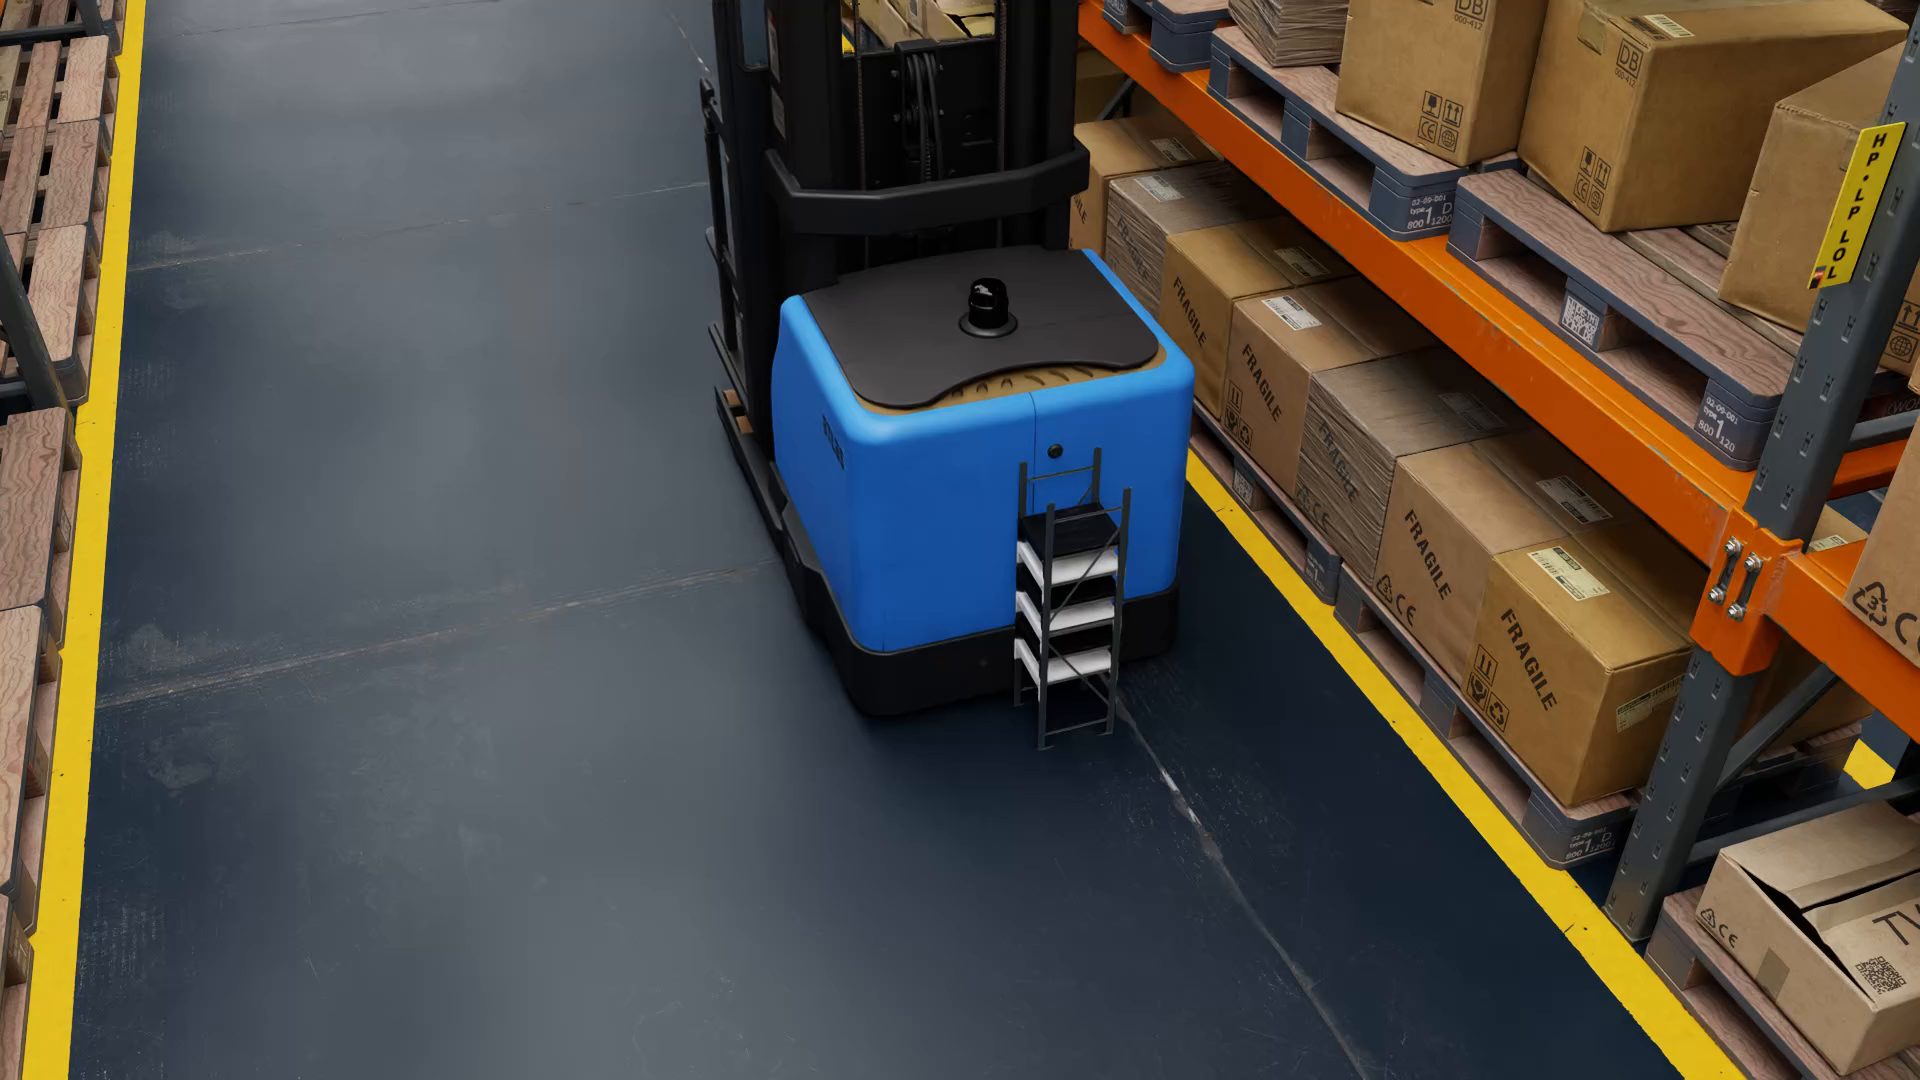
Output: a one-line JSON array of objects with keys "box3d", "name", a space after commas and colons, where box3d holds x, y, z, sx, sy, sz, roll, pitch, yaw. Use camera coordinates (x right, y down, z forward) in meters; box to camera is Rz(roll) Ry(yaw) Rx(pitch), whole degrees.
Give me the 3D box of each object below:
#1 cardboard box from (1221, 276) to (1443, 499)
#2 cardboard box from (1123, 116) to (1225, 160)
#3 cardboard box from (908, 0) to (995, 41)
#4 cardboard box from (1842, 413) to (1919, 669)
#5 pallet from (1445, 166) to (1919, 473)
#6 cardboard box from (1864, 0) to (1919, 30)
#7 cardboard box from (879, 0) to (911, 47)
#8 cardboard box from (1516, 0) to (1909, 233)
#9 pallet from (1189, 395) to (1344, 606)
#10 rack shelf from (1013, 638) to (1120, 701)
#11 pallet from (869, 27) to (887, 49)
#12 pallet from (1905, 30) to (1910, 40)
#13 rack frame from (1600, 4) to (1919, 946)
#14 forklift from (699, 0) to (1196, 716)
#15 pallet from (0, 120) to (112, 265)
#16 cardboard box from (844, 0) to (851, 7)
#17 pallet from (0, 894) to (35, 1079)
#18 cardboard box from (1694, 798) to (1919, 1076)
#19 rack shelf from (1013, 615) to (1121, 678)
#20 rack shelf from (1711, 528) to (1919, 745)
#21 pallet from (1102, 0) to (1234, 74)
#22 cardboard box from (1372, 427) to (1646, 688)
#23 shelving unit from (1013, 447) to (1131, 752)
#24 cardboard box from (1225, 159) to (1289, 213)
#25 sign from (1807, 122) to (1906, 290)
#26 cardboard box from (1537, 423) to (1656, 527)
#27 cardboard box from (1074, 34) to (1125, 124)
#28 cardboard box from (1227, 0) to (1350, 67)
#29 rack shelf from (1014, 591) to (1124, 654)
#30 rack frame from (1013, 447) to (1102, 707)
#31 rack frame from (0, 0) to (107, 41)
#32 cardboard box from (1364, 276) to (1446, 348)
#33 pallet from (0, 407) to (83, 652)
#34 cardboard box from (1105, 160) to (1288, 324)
[{"box3d": [1.250, -0.525, 5.666, 0.500, 0.500, 0.500, -14, 39, -17], "name": "cardboard box"}, {"box3d": [0.919, -1.963, 7.799, 0.500, 0.250, 0.500, -13, 39, -16], "name": "cardboard box"}, {"box3d": [0.056, -2.653, 8.250, 0.500, 0.311, 0.500, -13, 39, -16], "name": "cardboard box"}, {"box3d": [2.120, 0.027, 3.138, 0.500, 0.500, 0.500, -11, 38, -15], "name": "cardboard box"}, {"box3d": [2.028, -0.675, 4.312, 1.003, 0.211, 1.213, -12, 39, -16], "name": "pallet"}, {"box3d": [5.177, -3.138, 9.135, 0.700, 0.500, 0.500, -12, 39, -15], "name": "cardboard box"}, {"box3d": [-0.117, -2.718, 8.802, 0.500, 0.250, 0.500, -12, 39, -15], "name": "cardboard box"}, {"box3d": [1.951, -1.174, 4.384, 0.700, 0.500, 0.500, -7, 37, -9], "name": "cardboard box"}, {"box3d": [1.461, -0.305, 5.980, 1.003, 0.211, 1.213, -12, 39, -16], "name": "pallet"}, {"box3d": [0.311, 0.354, 4.886, 0.258, 0.077, 0.200, -12, 39, -15], "name": "rack shelf"}, {"box3d": [0.161, -2.584, 9.005, 1.003, 0.211, 1.213, -12, 39, -16], "name": "pallet"}, {"box3d": [5.206, -2.893, 9.415, 1.003, 0.211, 1.213, -12, 39, -16], "name": "pallet"}, {"box3d": [2.200, -0.277, 3.625, 1.000, 3.000, 0.127, -12, 39, -16], "name": "rack frame"}, {"box3d": [-0.282, -1.537, 5.355, 1.130, 2.935, 3.031, -12, 39, -15], "name": "forklift"}, {"box3d": [-4.474, -1.533, 7.610, 1.003, 0.211, 1.213, -12, 39, -16], "name": "pallet"}, {"box3d": [-0.472, -3.298, 9.571, 0.500, 0.250, 0.500, -11, 38, -15], "name": "cardboard box"}, {"box3d": [-2.678, 1.415, 3.695, 1.003, 0.211, 1.213, -12, 39, -16], "name": "pallet"}, {"box3d": [2.142, 0.903, 3.927, 0.500, 0.311, 0.500, -12, 39, -16], "name": "cardboard box"}, {"box3d": [0.311, 0.283, 4.832, 0.258, 0.077, 0.200, -12, 39, -15], "name": "rack shelf"}, {"box3d": [2.889, 1.140, 2.341, 1.077, 0.370, 4.000, -12, 39, -16], "name": "rack shelf"}, {"box3d": [1.123, -2.092, 6.194, 1.213, 0.211, 1.003, -12, 39, -16], "name": "pallet"}, {"box3d": [1.599, 0.045, 4.909, 0.500, 0.500, 0.500, -12, 39, -16], "name": "cardboard box"}, {"box3d": [0.311, 0.184, 4.758, 0.258, 0.900, 0.210, -12, 39, -15], "name": "shelving unit"}, {"box3d": [1.366, -1.234, 6.608, 0.500, 0.500, 0.500, -11, 38, -14], "name": "cardboard box"}, {"box3d": [1.680, -0.623, 3.121, 0.100, 0.325, 0.005, -12, 39, -16], "name": "sign"}, {"box3d": [2.069, -0.077, 5.071, 0.500, 0.500, 0.500, -12, 39, -15], "name": "cardboard box"}, {"box3d": [0.412, -2.075, 7.482, 0.500, 0.311, 0.500, -11, 38, -15], "name": "cardboard box"}, {"box3d": [1.282, -1.856, 5.289, 0.700, 0.500, 0.500, -6, 37, -7], "name": "cardboard box"}, {"box3d": [0.311, 0.211, 4.778, 0.258, 0.077, 0.200, -12, 39, -15], "name": "rack shelf"}, {"box3d": [0.278, 0.126, 4.835, 0.240, 0.900, 0.006, -12, 39, -15], "name": "rack frame"}, {"box3d": [-5.205, -3.773, 8.266, 1.000, 3.000, 0.127, -12, 39, -16], "name": "rack frame"}, {"box3d": [1.730, -0.647, 5.828, 0.500, 0.500, 0.500, -14, 39, -18], "name": "cardboard box"}, {"box3d": [-3.518, 0.037, 5.525, 1.003, 0.211, 1.213, -12, 39, -16], "name": "pallet"}, {"box3d": [0.898, -1.103, 6.434, 0.500, 0.500, 0.500, -14, 39, -18], "name": "cardboard box"}]
